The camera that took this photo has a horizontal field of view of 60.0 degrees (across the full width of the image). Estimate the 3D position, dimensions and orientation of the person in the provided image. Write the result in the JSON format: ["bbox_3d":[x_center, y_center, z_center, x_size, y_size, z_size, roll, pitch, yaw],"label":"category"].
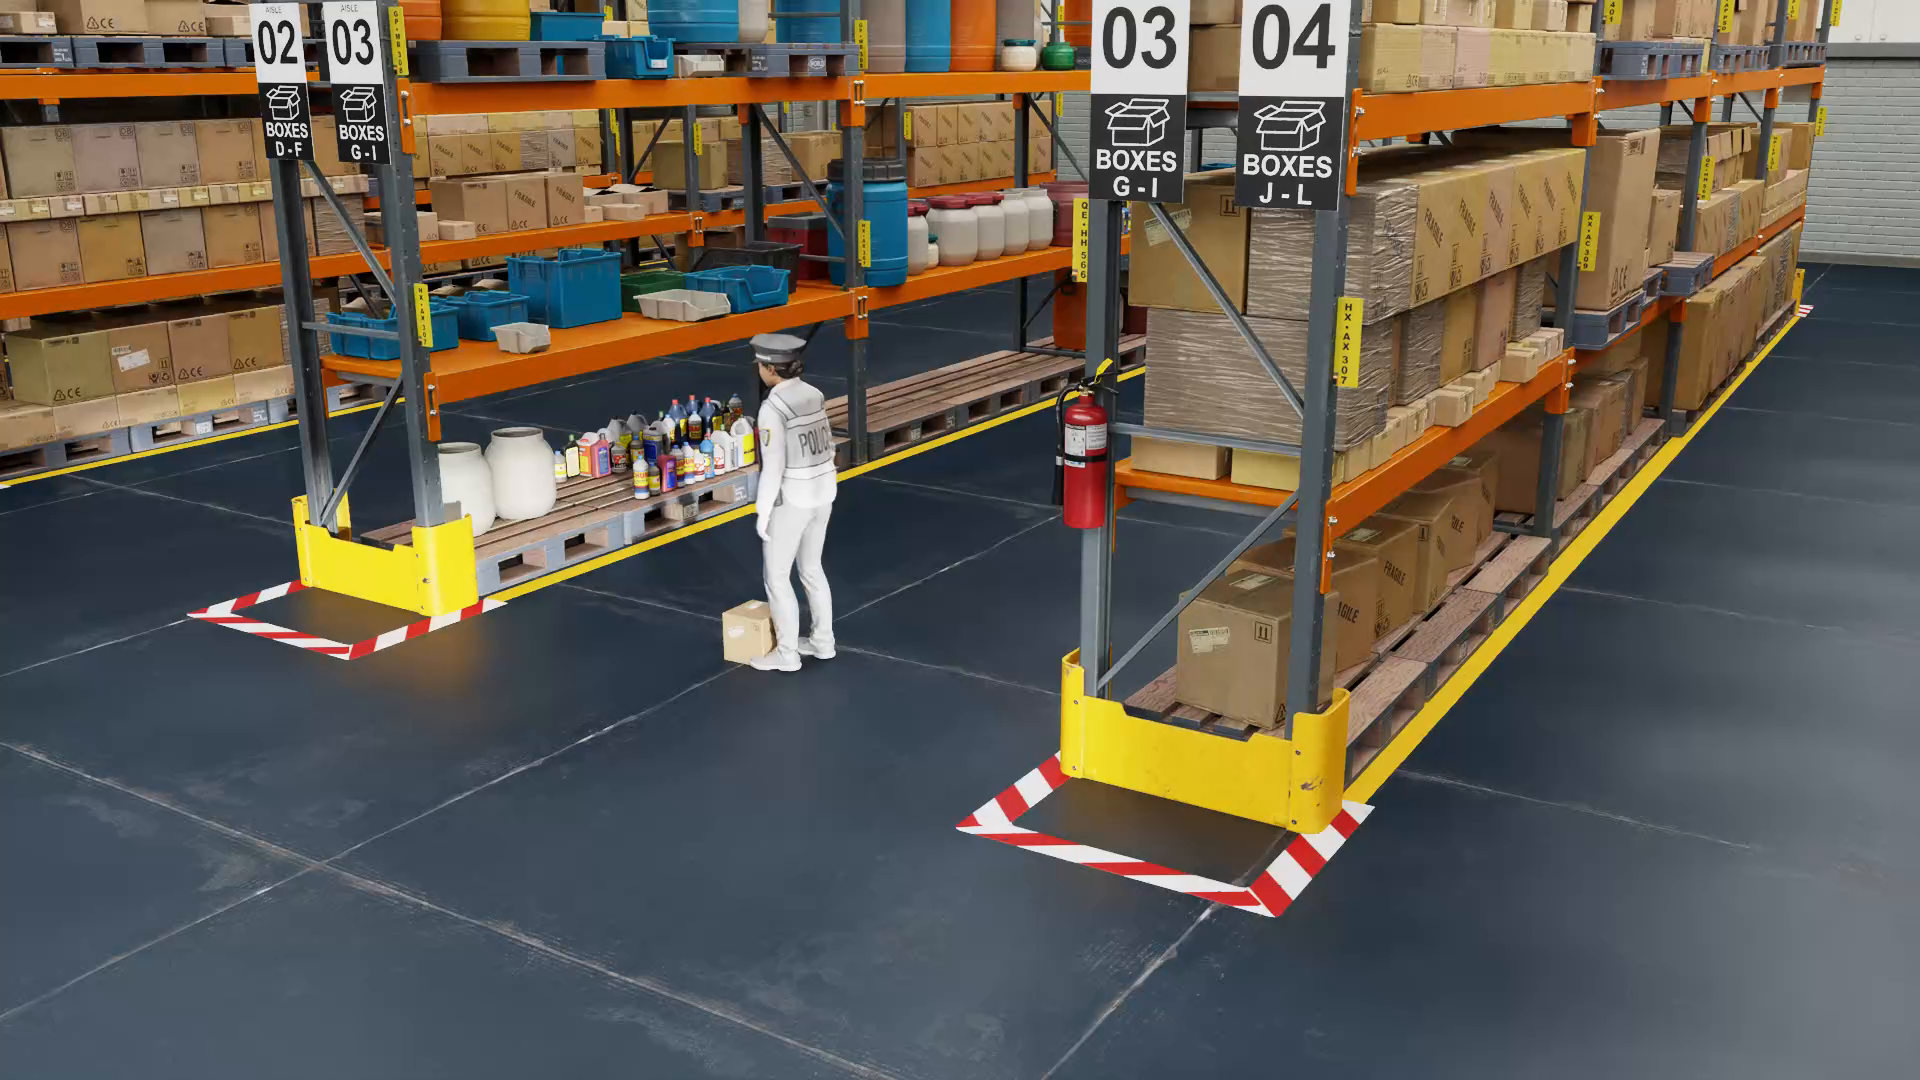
[{"bbox_3d":[-0.826,-0.175,8.126,0.411,1.663,0.526,9,19,29],"label":"person"}]
